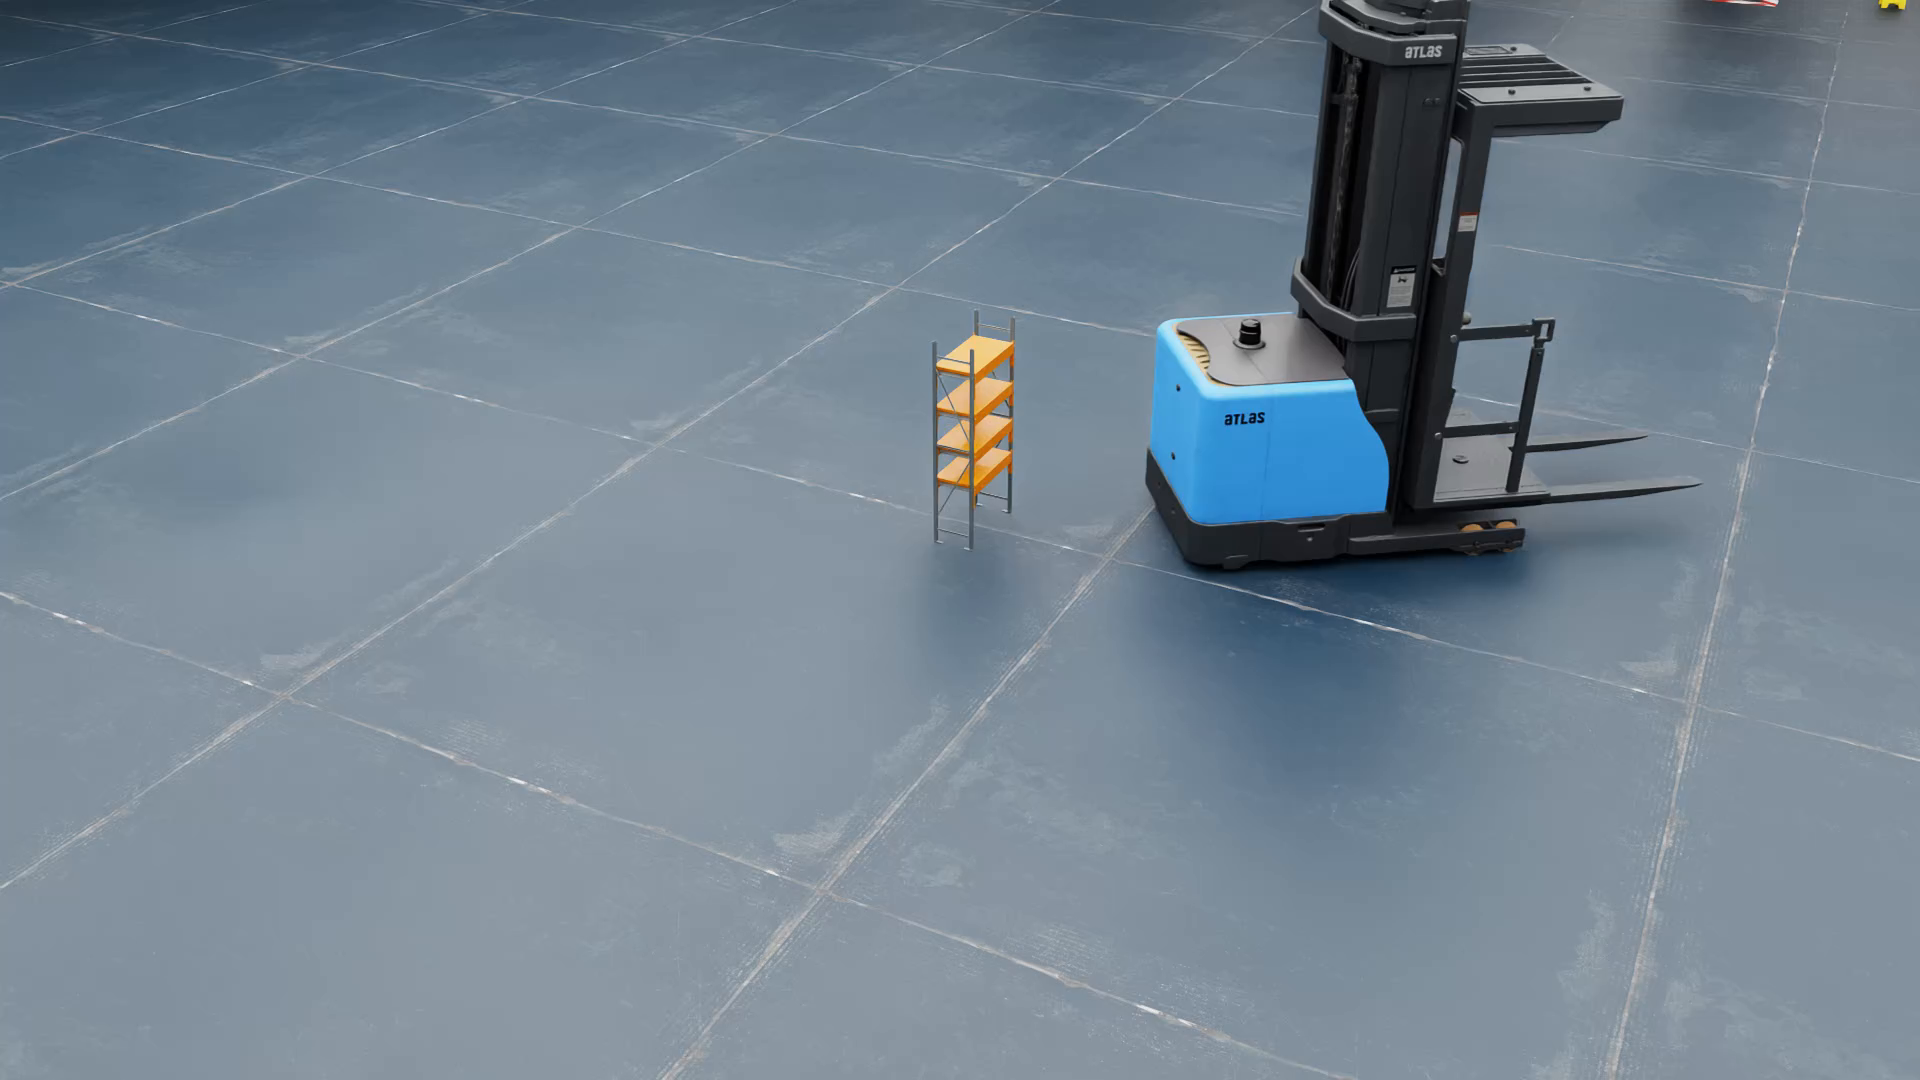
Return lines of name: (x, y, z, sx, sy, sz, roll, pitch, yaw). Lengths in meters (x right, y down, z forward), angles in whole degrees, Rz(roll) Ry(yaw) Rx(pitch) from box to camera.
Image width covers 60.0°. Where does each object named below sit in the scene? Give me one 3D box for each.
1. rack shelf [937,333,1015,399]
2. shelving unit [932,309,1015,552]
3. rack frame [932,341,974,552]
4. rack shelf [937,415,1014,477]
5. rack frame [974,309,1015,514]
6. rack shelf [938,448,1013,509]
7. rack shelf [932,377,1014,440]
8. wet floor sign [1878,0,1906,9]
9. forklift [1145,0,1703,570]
rack shelf: (0.075, -0.934, 8.883, 0.258, 0.148, 0.480, 14, 33, 23)
shelving unit: (0.075, -0.594, 9.079, 0.258, 1.200, 0.503, 14, 33, 23)
rack frame: (-0.036, -0.486, 8.891, 0.240, 1.200, 0.015, 14, 33, 23)
rack shelf: (0.075, -0.535, 9.112, 0.258, 0.148, 0.480, 14, 33, 23)
rack frame: (0.187, -0.702, 9.267, 0.240, 1.200, 0.015, 14, 33, 23)
rack shelf: (0.075, -0.363, 9.211, 0.258, 0.148, 0.480, 14, 33, 23)
rack shelf: (0.075, -0.729, 9.001, 0.258, 0.148, 0.480, 14, 33, 23)
wet floor sign: (11.735, -7.003, 20.796, 0.267, 0.644, 0.232, 9, 31, 15)
forklift: (2.641, -1.444, 8.821, 3.031, 2.935, 1.130, -5, 30, -8)
